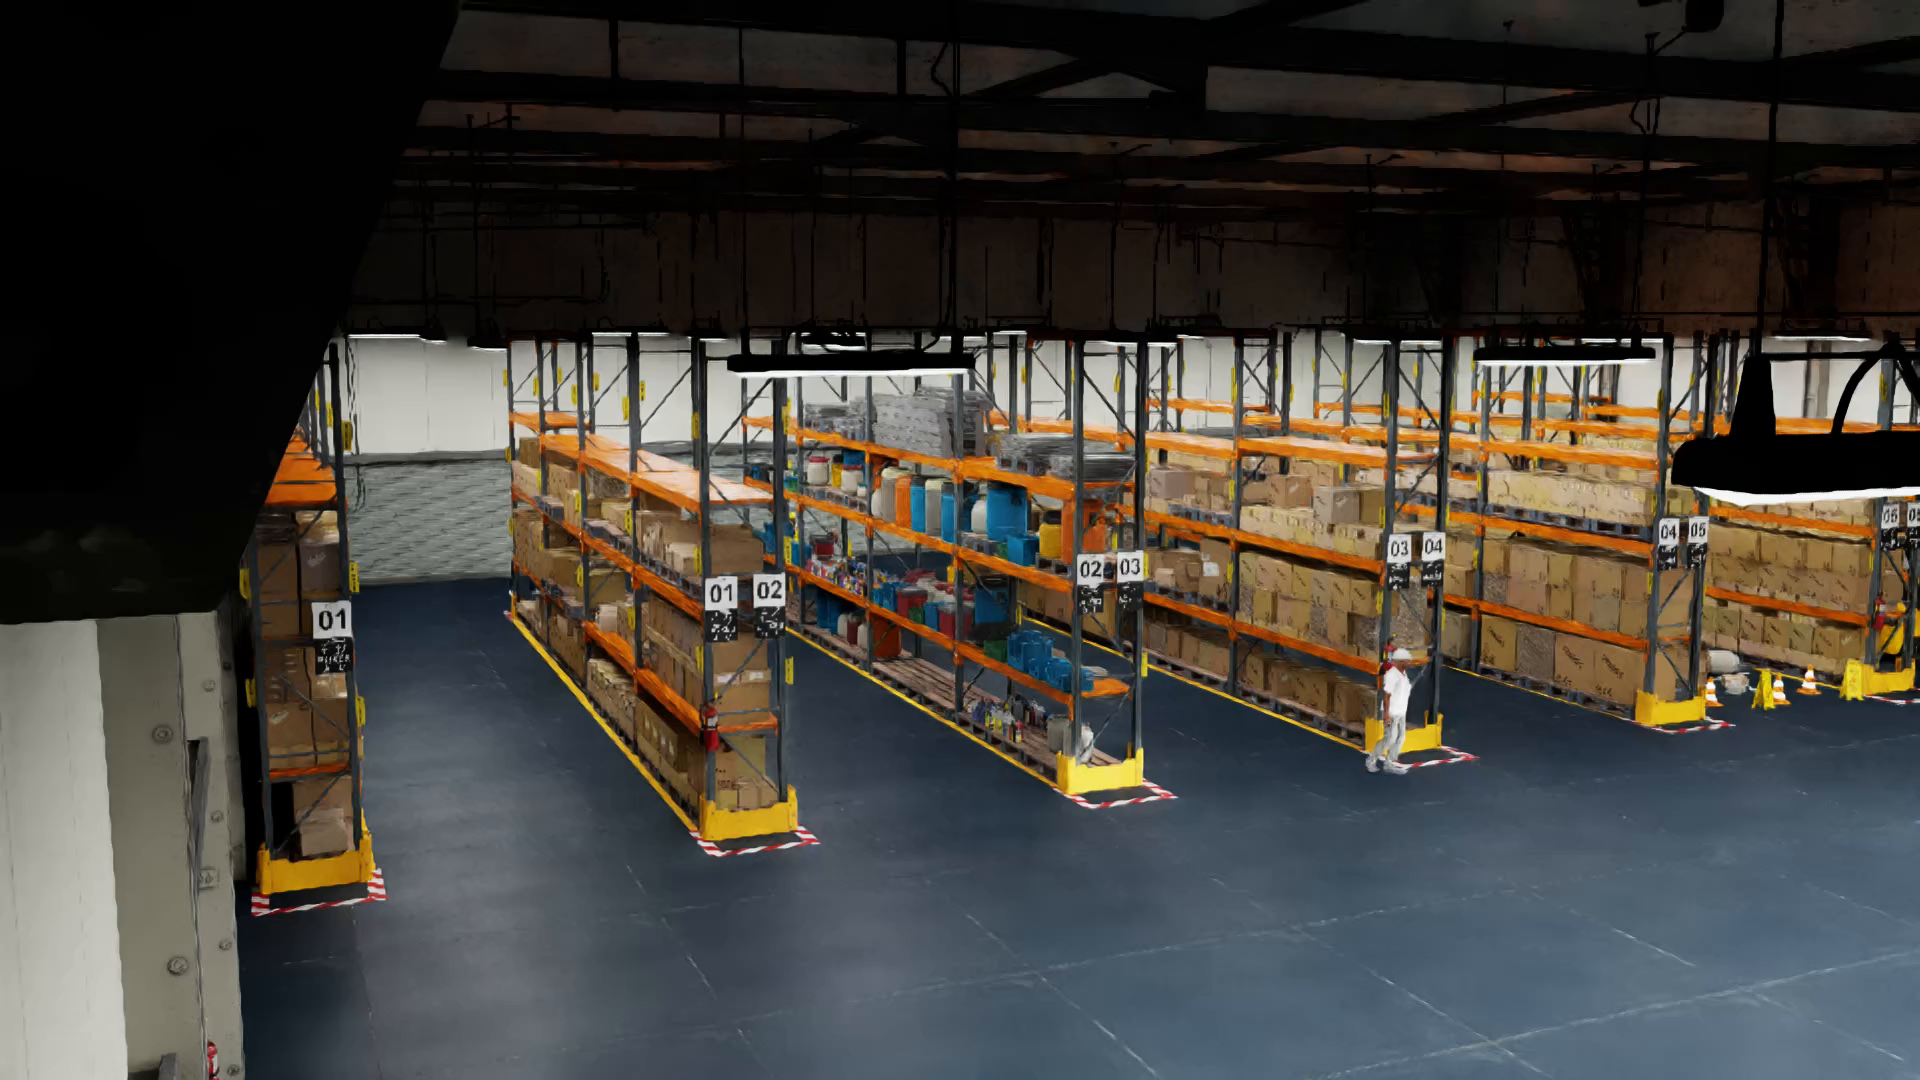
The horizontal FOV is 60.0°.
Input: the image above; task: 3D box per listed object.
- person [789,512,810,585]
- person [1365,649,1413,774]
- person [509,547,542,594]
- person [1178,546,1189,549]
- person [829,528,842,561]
[{"bbox_3d":[-3.925,0.196,38.845,0.571,1.708,1.033,-5,9,-31],"label":"person"},{"bbox_3d":[5.929,2.357,22.949,0.577,1.755,0.609,5,9,32],"label":"person"},{"bbox_3d":[-9.883,0.465,37.515,0.567,1.533,0.754,-7,11,-43],"label":"person"},{"bbox_3d":[4.459,0.955,33.323,0.364,1.682,0.582,-8,11,-44],"label":"person"},{"bbox_3d":[-2.666,0.632,35.292,0.433,1.788,0.709,-3,8,-21],"label":"person"}]
